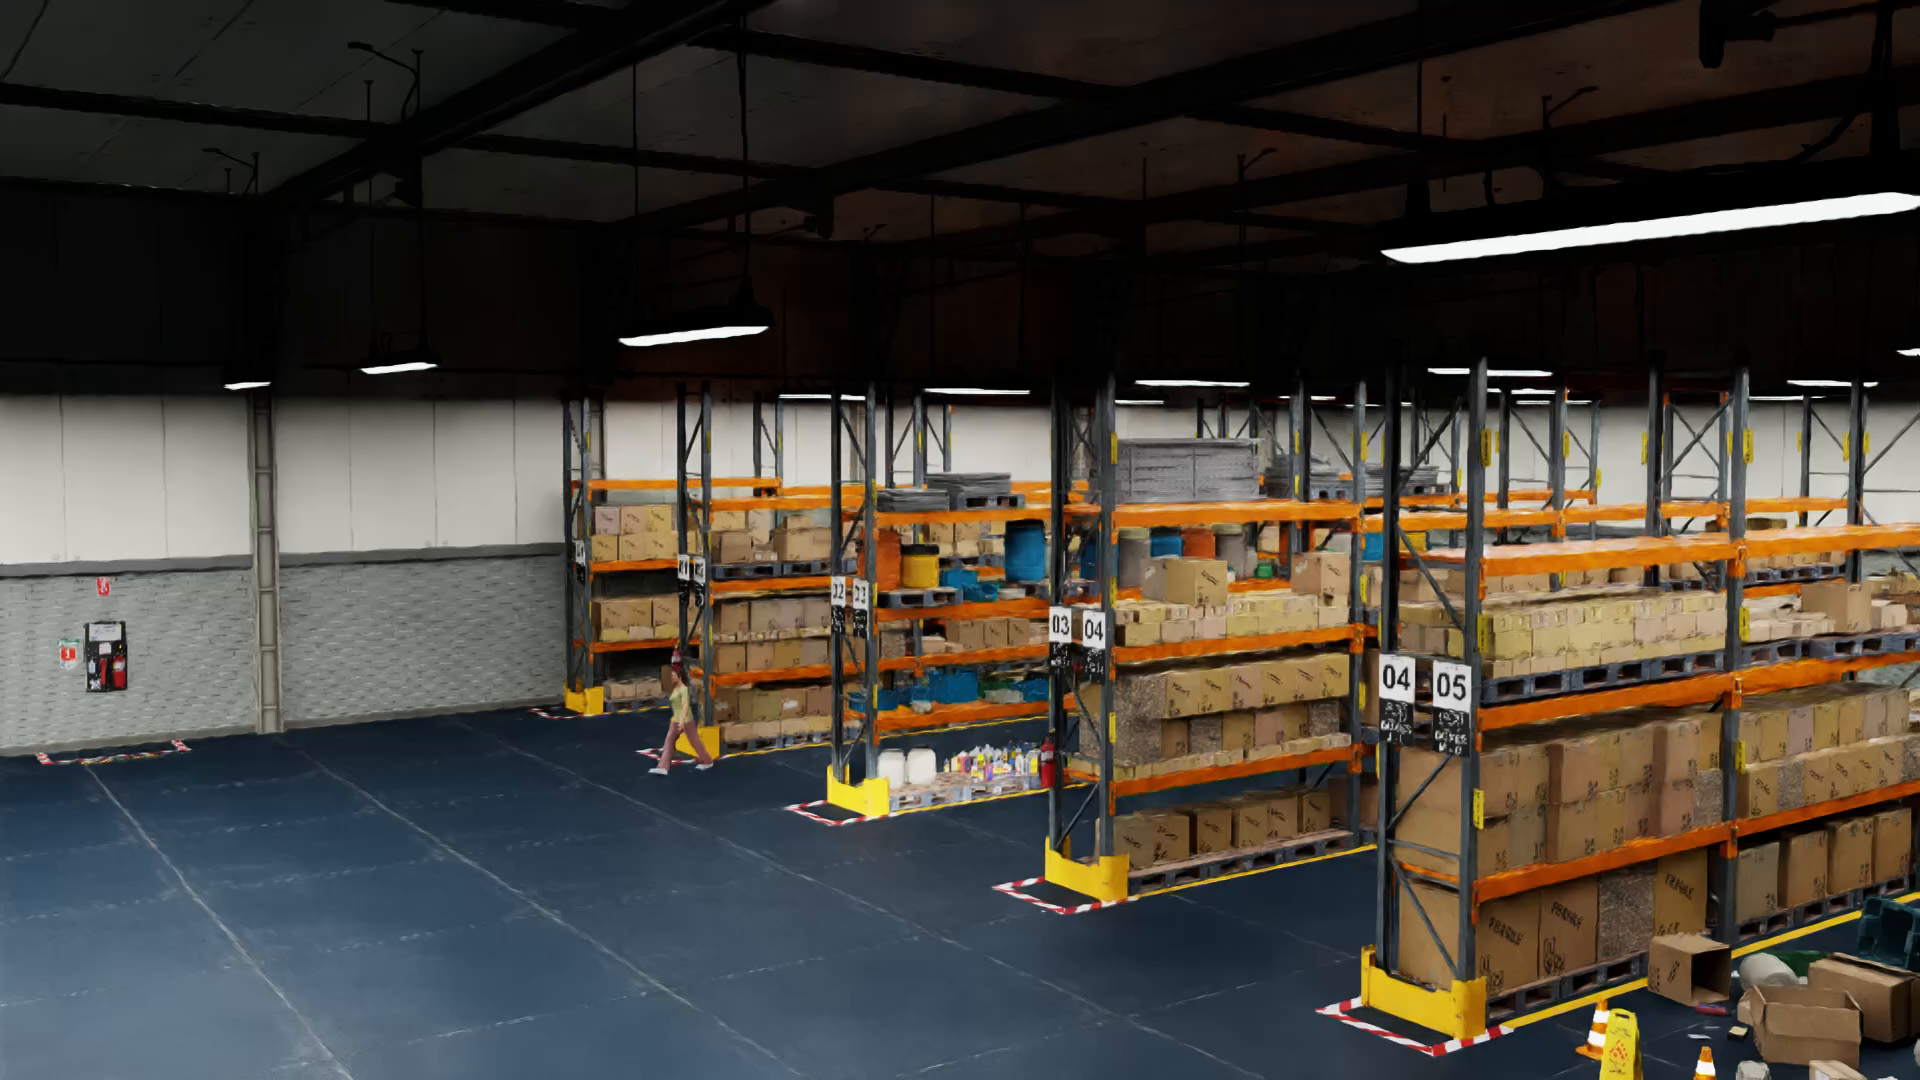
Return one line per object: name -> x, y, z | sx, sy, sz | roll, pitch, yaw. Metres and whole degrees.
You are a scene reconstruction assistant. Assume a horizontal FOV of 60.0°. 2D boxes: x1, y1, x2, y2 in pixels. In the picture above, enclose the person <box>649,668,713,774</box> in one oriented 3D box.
person -> -4.211, 2.736, 25.192 | 1.019, 1.612, 0.458 | -3, 5, -36
